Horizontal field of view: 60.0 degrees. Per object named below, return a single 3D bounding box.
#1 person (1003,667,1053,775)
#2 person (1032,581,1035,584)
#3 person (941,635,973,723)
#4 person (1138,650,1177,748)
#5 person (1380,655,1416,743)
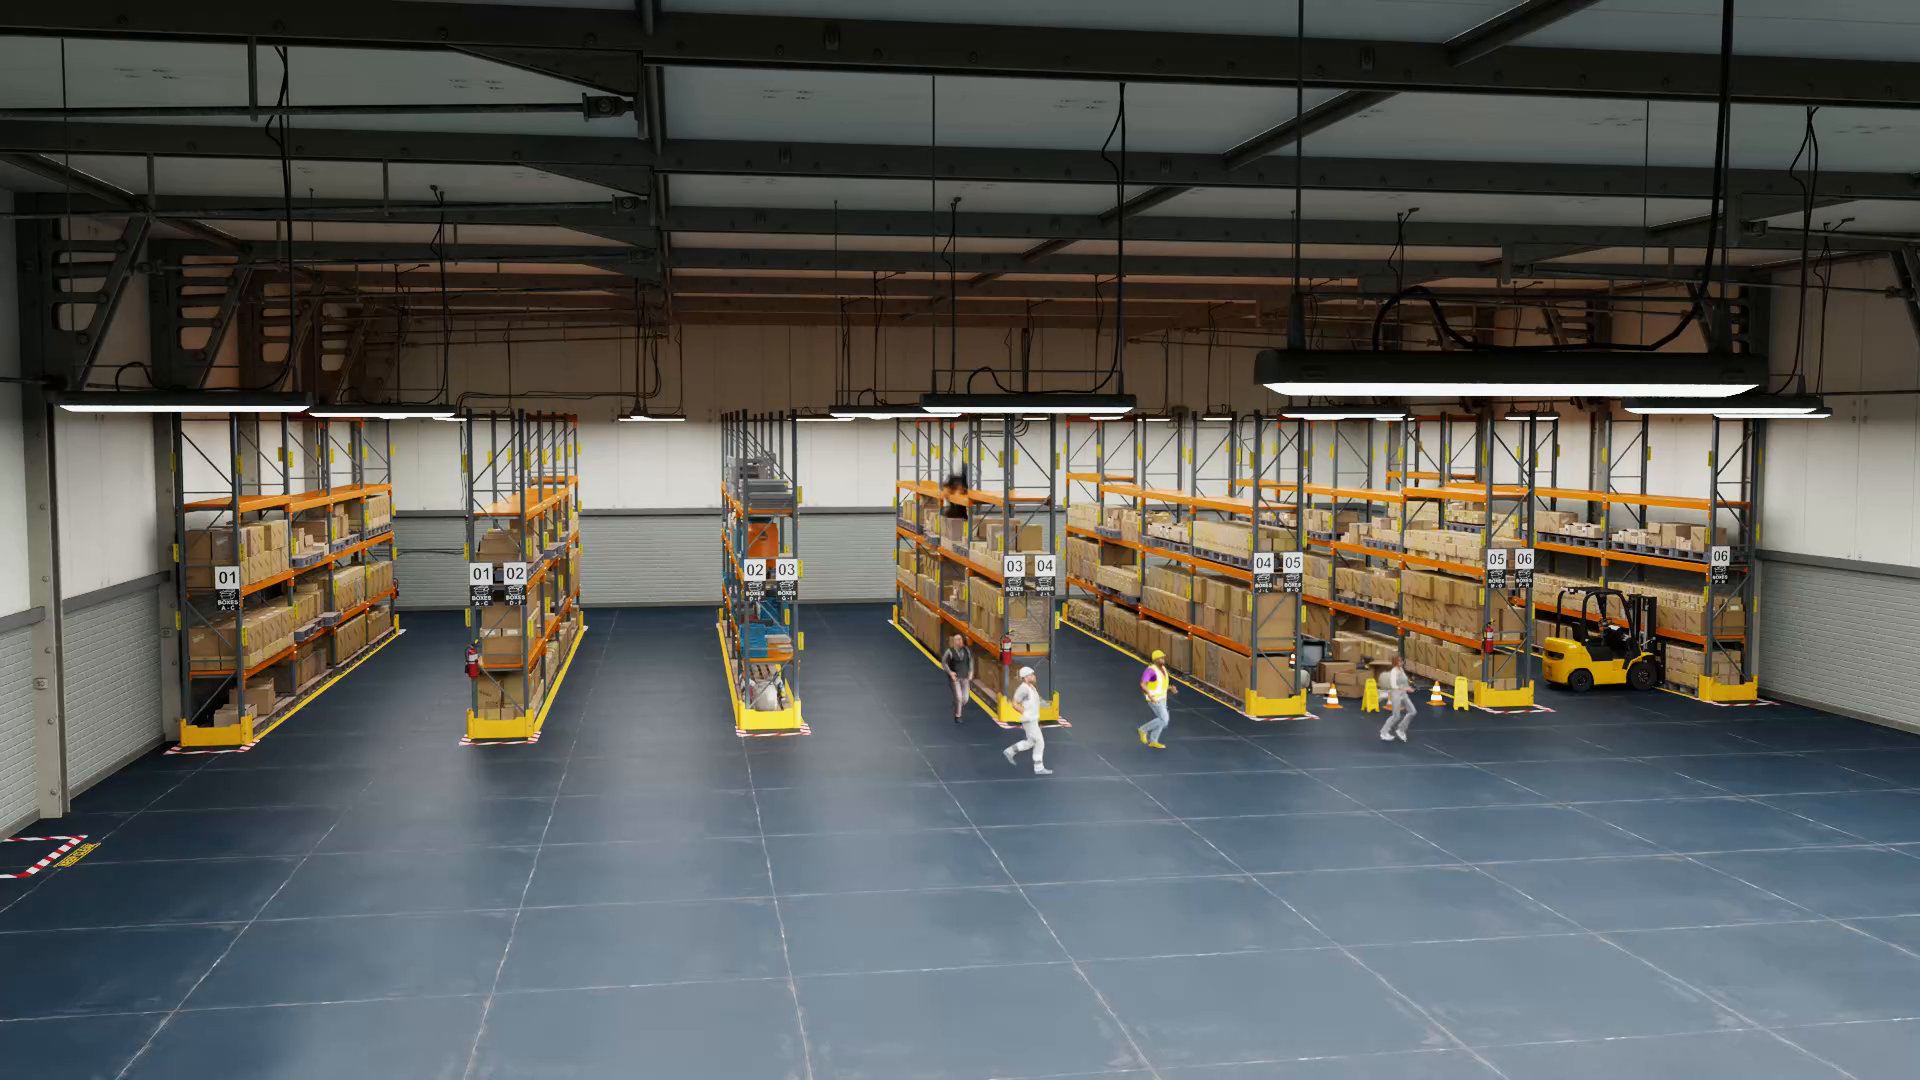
[{"bbox_3d":[1.101,2.948,27.172,0.868,1.760,0.668,1,4,16],"label":"person"},{"bbox_3d":[1.826,1.494,48.577,0.795,1.691,0.644,1,4,11],"label":"person"},{"bbox_3d":[-0.047,2.658,32.039,0.692,1.687,0.572,-2,4,-26],"label":"person"},{"bbox_3d":[3.506,2.810,29.426,0.614,1.731,0.686,2,5,31],"label":"person"},{"bbox_3d":[7.904,2.852,29.938,0.661,1.585,0.548,4,5,42],"label":"person"}]
